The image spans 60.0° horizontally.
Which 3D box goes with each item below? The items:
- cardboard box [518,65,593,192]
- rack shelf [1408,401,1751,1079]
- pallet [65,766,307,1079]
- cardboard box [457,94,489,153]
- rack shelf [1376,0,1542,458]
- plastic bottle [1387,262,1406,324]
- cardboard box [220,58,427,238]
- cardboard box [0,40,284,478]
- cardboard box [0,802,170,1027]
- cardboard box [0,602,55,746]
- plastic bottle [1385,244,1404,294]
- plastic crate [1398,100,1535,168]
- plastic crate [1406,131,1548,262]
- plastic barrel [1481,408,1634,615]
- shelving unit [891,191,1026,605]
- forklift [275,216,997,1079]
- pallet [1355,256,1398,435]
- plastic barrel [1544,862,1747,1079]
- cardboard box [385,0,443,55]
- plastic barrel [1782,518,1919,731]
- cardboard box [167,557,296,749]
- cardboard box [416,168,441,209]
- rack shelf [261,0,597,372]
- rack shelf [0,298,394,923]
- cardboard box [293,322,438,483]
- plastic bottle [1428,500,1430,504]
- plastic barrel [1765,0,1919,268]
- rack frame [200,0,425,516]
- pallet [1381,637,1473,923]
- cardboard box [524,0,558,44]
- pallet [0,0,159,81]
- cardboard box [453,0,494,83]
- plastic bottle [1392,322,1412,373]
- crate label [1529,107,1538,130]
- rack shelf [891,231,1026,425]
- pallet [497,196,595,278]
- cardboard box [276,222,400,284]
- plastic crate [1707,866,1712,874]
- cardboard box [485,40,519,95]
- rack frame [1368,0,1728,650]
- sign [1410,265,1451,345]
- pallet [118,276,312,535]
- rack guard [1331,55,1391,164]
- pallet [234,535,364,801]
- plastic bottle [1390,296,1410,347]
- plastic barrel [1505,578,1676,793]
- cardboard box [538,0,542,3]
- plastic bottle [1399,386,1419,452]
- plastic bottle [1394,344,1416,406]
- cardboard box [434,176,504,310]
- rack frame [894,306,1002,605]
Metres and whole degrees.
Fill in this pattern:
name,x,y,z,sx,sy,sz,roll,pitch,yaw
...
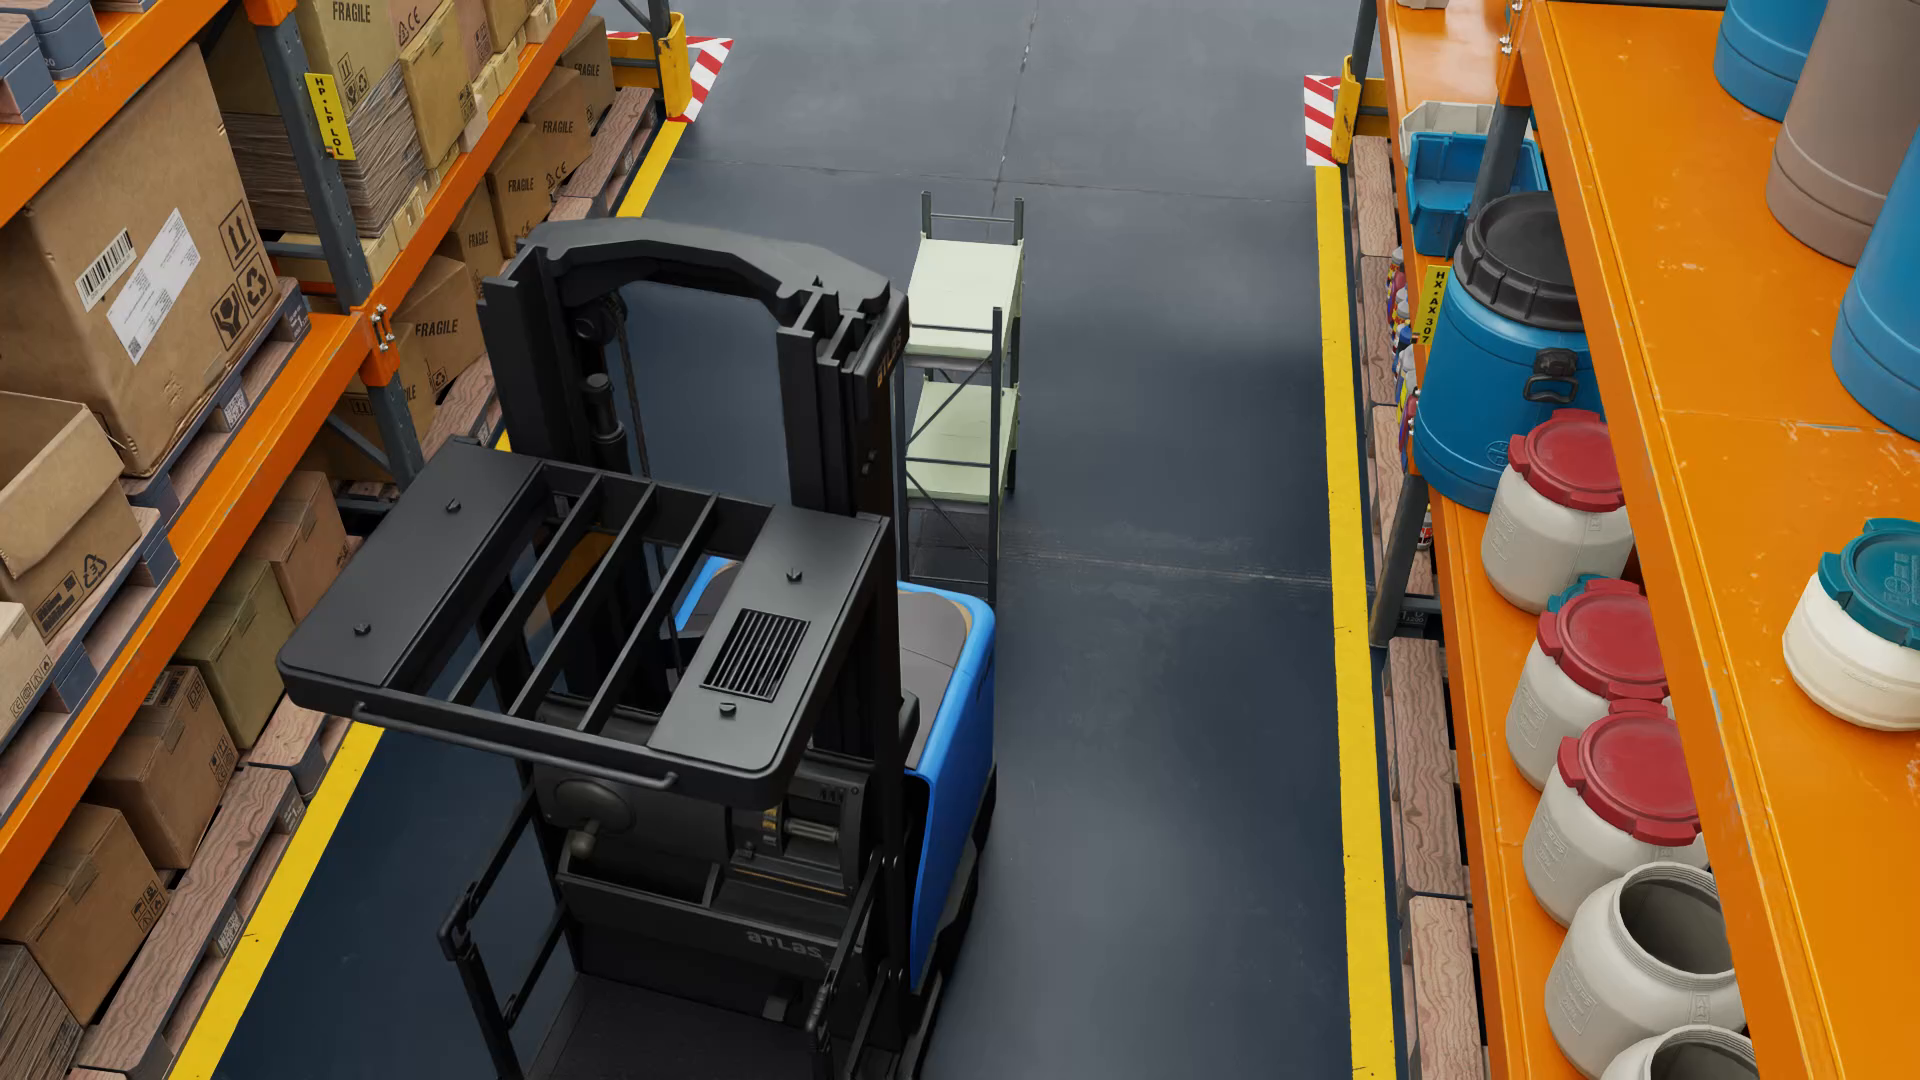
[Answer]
name,x,y,z,sx,sy,sz,roll,pitch,yaw
cardboard box,-2.353,-2.232,8.938,0.500,0.500,0.500,16,46,16
rack shelf,1.908,0.979,4.558,1.077,0.370,4.000,5,44,6
pallet,-2.998,1.282,5.743,1.003,0.211,1.213,5,44,6
cardboard box,-2.262,-1.804,7.156,0.380,0.149,0.250,5,44,6
rack shelf,2.437,-1.747,7.437,1.077,0.370,4.000,5,44,6
plastic bottle,2.104,-1.185,7.975,0.061,0.283,0.133,6,44,6
cardboard box,-2.617,-1.541,6.407,0.875,0.500,0.500,5,44,6
cardboard box,-2.981,-0.937,5.316,1.000,1.000,1.000,6,44,6
cardboard box,-3.069,1.154,5.348,0.700,0.500,0.500,9,44,9
cardboard box,-2.817,0.411,4.438,0.500,0.250,0.500,4,44,4
plastic bottle,2.152,-1.333,8.141,0.097,0.271,0.097,0,43,0
plastic crate,2.136,-1.679,7.034,0.530,0.136,0.437,5,44,6
plastic crate,2.049,-1.370,6.624,0.499,0.251,0.616,5,44,6
plastic barrel,1.828,-0.063,5.036,0.433,0.535,0.433,0,43,0
shelving unit,0.001,-0.549,6.739,0.431,1.500,0.755,5,44,6
forklift,-0.756,0.798,4.275,1.130,2.935,3.031,11,45,11
pallet,2.461,-0.921,8.069,1.003,0.211,1.213,5,44,6
plastic barrel,1.623,1.033,3.897,0.421,0.512,0.421,0,43,0
cardboard box,-2.361,-2.227,6.404,0.500,0.500,0.500,5,44,6
plastic barrel,1.580,0.154,2.825,0.301,0.262,0.301,0,43,0
cardboard box,-2.922,0.392,6.152,0.700,0.500,0.500,5,44,5
cardboard box,-2.359,-1.466,6.799,0.380,0.149,0.250,5,44,6
rack shelf,-2.473,-2.197,7.912,1.077,0.370,4.000,5,44,6
rack shelf,-3.002,0.529,5.033,1.077,0.370,4.000,5,44,6
cardboard box,-2.645,-0.609,7.225,0.500,0.500,0.500,4,44,4
plastic bottle,1.972,-0.308,7.001,0.144,0.351,0.185,4,44,4
plastic barrel,2.234,-1.105,3.689,0.600,0.901,0.600,0,43,0
rack frame,-2.737,-1.096,6.225,1.000,3.000,0.127,5,44,6
pallet,2.107,0.906,6.140,1.003,0.211,1.213,5,44,6
cardboard box,-2.136,-2.486,7.876,0.380,0.149,0.250,5,44,6
pallet,-2.925,-1.706,4.825,1.213,0.211,1.003,5,44,6
cardboard box,-2.549,-2.228,7.133,0.875,0.500,0.500,5,44,6
plastic bottle,2.067,-0.893,7.676,0.097,0.271,0.097,0,43,0
crate label,2.726,-2.105,7.266,0.502,0.435,0.616,5,44,6
rack shelf,0.001,-0.833,6.471,0.431,0.370,0.720,5,44,6
pallet,-2.525,-1.378,8.552,1.003,0.211,1.213,5,44,6
cardboard box,-2.411,-1.124,6.438,0.380,0.149,0.250,5,44,6
plastic crate,2.222,0.644,4.542,0.450,0.188,0.662,5,44,6
cardboard box,-2.226,-2.147,7.519,0.380,0.149,0.250,5,44,6
rack frame,2.172,-0.645,5.750,1.000,3.000,0.127,5,44,6
sign,1.628,-0.803,5.716,0.100,0.325,0.005,5,44,6
pallet,-2.983,-0.518,5.755,1.003,0.211,1.213,5,44,6
rack guard,2.738,-2.408,9.429,1.175,0.500,0.348,5,44,6
pallet,-2.839,0.448,6.624,1.003,0.211,1.213,5,44,6
plastic bottle,2.094,-1.031,7.822,0.097,0.271,0.097,0,43,0
plastic barrel,1.731,0.437,4.508,0.433,0.535,0.433,0,43,0
cardboard box,-2.365,-2.905,7.847,0.875,0.500,0.500,5,44,6
plastic bottle,1.977,-0.529,7.283,0.061,0.283,0.133,8,44,8
plastic bottle,2.065,-0.742,7.514,0.152,0.276,0.135,6,44,6
cardboard box,-2.572,-1.431,8.092,0.500,0.500,0.500,2,43,2
rack frame,-0.048,-0.300,6.476,0.400,1.500,0.023,5,44,6
